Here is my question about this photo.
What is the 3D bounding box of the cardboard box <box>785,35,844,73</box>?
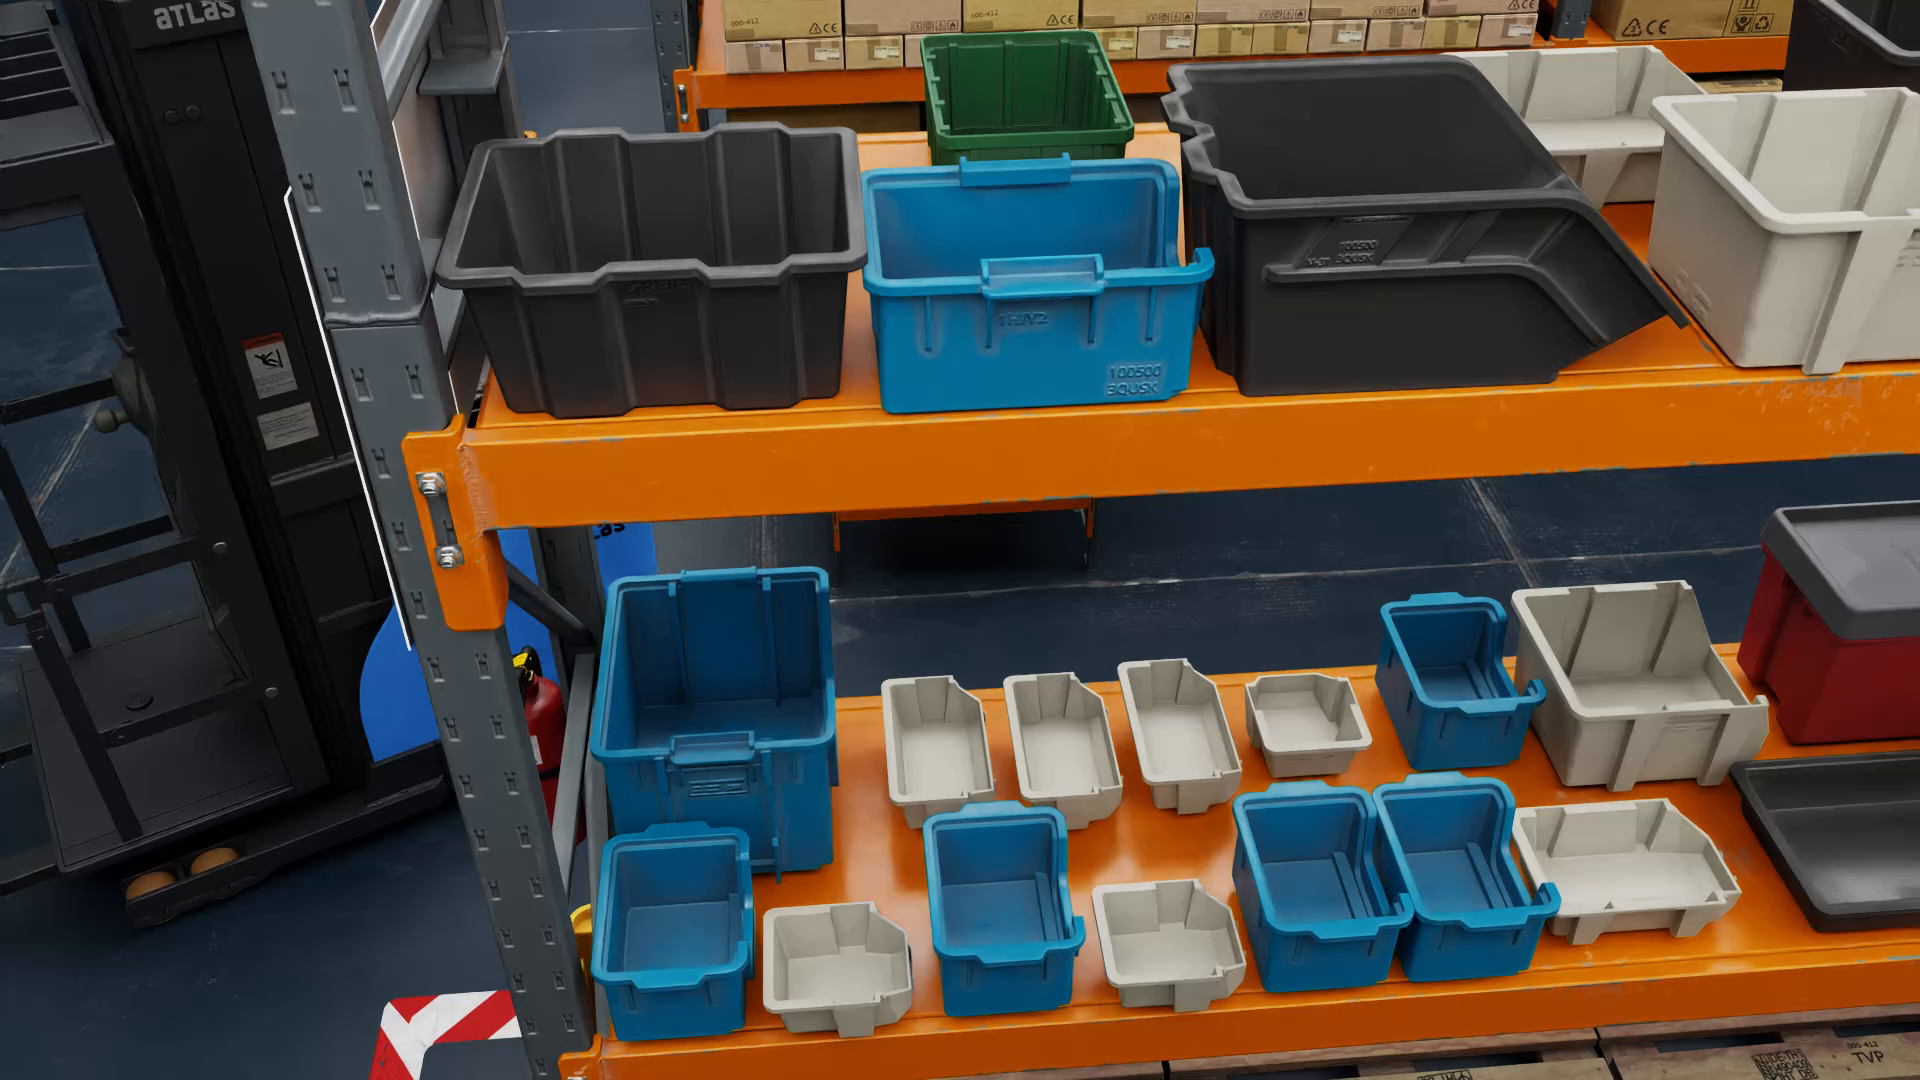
[{"bbox_3d":[-0.647,-2.210,7.332,0.250,0.149,0.380,-4,38,-5],"label":"cardboard box"}]

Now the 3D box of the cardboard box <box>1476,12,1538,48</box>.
[{"bbox_3d":[2.424,-2.380,7.547,0.250,0.149,0.380,-3,38,-4],"label":"cardboard box"}]

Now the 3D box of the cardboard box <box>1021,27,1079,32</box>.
[{"bbox_3d":[0.378,-2.267,7.405,0.250,0.149,0.380,-4,38,-4],"label":"cardboard box"}]

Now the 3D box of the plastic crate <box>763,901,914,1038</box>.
[{"bbox_3d":[-0.245,0.881,3.376,0.298,0.136,0.250,-3,38,-4],"label":"plastic crate"}]

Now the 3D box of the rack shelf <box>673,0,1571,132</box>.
[{"bbox_3d":[0.707,-2.305,7.831,4.000,0.370,1.077,-3,38,-4],"label":"rack shelf"}]

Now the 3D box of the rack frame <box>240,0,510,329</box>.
[{"bbox_3d":[-0.847,-1.777,1.737,0.127,3.000,1.000,-3,38,-4],"label":"rack frame"}]

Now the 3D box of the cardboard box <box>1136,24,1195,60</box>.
[{"bbox_3d":[0.890,-2.296,7.441,0.250,0.149,0.380,-3,38,-3],"label":"cardboard box"}]

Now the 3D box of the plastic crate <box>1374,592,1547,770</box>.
[{"bbox_3d":[1.176,0.349,3.972,0.300,0.233,0.416,-3,38,-4],"label":"plastic crate"}]

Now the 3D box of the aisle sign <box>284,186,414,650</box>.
[{"bbox_3d":[-0.892,-0.255,2.553,0.004,0.787,0.394,-3,38,-4],"label":"aisle sign"}]

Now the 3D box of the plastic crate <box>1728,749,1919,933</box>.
[{"bbox_3d":[2.046,0.670,3.653,0.590,0.125,0.437,-3,38,-4],"label":"plastic crate"}]

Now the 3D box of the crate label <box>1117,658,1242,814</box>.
[{"bbox_3d":[0.515,0.464,3.904,0.243,0.136,0.396,-3,38,-4],"label":"crate label"}]

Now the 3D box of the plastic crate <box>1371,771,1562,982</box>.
[{"bbox_3d":[1.039,0.721,3.501,0.300,0.233,0.416,-3,38,-4],"label":"plastic crate"}]

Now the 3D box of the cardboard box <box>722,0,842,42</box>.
[{"bbox_3d":[-0.783,-2.396,7.245,0.500,0.250,0.500,-4,38,-5],"label":"cardboard box"}]

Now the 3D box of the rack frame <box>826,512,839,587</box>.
[{"bbox_3d":[-0.513,-0.413,6.366,0.032,1.125,0.500,-3,38,-4],"label":"rack frame"}]

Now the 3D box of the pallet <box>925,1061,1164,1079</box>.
[{"bbox_3d":[-0.022,1.651,4.487,1.213,0.211,1.003,-3,38,-4],"label":"pallet"}]

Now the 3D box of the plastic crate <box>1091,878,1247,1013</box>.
[{"bbox_3d":[0.431,0.844,3.423,0.298,0.136,0.250,-3,38,-4],"label":"plastic crate"}]

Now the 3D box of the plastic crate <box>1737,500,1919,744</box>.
[{"bbox_3d":[2.226,0.204,3.970,0.583,0.464,0.402,-3,38,-4],"label":"plastic crate"}]

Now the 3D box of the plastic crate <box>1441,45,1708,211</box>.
[{"bbox_3d":[1.189,-0.762,3.086,0.530,0.136,0.437,-3,38,-4],"label":"plastic crate"}]

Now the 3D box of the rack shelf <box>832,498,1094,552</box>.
[{"bbox_3d":[-0.007,-0.249,6.553,1.000,0.278,0.538,-3,38,-4],"label":"rack shelf"}]

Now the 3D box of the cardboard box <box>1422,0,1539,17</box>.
[{"bbox_3d":[2.282,-2.569,7.465,0.500,0.250,0.500,-4,38,-5],"label":"cardboard box"}]

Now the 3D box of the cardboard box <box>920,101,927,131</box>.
[{"bbox_3d":[0.251,-1.943,8.167,0.875,0.875,0.875,-3,38,-4],"label":"cardboard box"}]

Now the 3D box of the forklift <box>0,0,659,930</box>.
[{"bbox_3d":[-2.531,-0.320,4.790,3.031,2.935,1.130,-20,43,-24],"label":"forklift"}]

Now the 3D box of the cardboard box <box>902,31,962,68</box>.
[{"bbox_3d":[-0.133,-2.239,7.369,0.250,0.149,0.380,-4,38,-5],"label":"cardboard box"}]

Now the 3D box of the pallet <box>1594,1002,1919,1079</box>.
[{"bbox_3d":[2.409,1.518,4.656,1.213,0.211,1.003,-3,38,-4],"label":"pallet"}]

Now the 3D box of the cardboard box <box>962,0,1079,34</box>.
[{"bbox_3d":[0.235,-2.453,7.319,0.500,0.250,0.500,-4,38,-5],"label":"cardboard box"}]

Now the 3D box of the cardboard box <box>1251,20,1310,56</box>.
[{"bbox_3d":[1.399,-2.323,7.476,0.250,0.149,0.380,-2,38,-3],"label":"cardboard box"}]

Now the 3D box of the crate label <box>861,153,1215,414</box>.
[{"bbox_3d":[0.101,-0.392,2.524,0.502,0.251,0.408,-3,38,-4],"label":"crate label"}]

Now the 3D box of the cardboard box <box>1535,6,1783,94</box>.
[{"bbox_3d":[3.334,-2.076,8.335,0.875,0.875,1.225,-3,38,-4],"label":"cardboard box"}]

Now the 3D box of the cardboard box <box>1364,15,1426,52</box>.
[{"bbox_3d":[1.912,-2.352,7.512,0.250,0.149,0.380,-4,38,-5],"label":"cardboard box"}]

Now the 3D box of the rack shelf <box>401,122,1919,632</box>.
[{"bbox_3d":[1.145,-0.427,3.029,4.000,0.370,1.077,-3,38,-4],"label":"rack shelf"}]

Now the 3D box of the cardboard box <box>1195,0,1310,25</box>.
[{"bbox_3d":[1.259,-2.511,7.392,0.500,0.250,0.500,-2,38,-3],"label":"cardboard box"}]

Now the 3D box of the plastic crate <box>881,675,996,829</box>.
[{"bbox_3d":[-0.051,0.502,3.857,0.243,0.136,0.396,-3,38,-4],"label":"plastic crate"}]

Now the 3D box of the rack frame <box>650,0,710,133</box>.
[{"bbox_3d":[-1.285,-2.478,7.469,0.127,3.000,1.000,-3,38,-4],"label":"rack frame"}]

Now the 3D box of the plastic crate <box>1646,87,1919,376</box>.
[{"bbox_3d":[1.388,-0.484,2.616,0.530,0.282,0.437,-3,38,-4],"label":"plastic crate"}]

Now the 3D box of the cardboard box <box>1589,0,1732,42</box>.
[{"bbox_3d":[3.179,-2.608,7.552,0.500,0.500,0.500,-3,38,-4],"label":"cardboard box"}]

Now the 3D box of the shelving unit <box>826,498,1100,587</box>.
[{"bbox_3d":[-0.007,-0.441,6.401,1.048,1.125,0.538,-3,38,-4],"label":"shelving unit"}]

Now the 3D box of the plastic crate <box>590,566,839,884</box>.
[{"bbox_3d":[-0.530,0.407,3.736,0.499,0.435,0.616,-3,38,-4],"label":"plastic crate"}]
